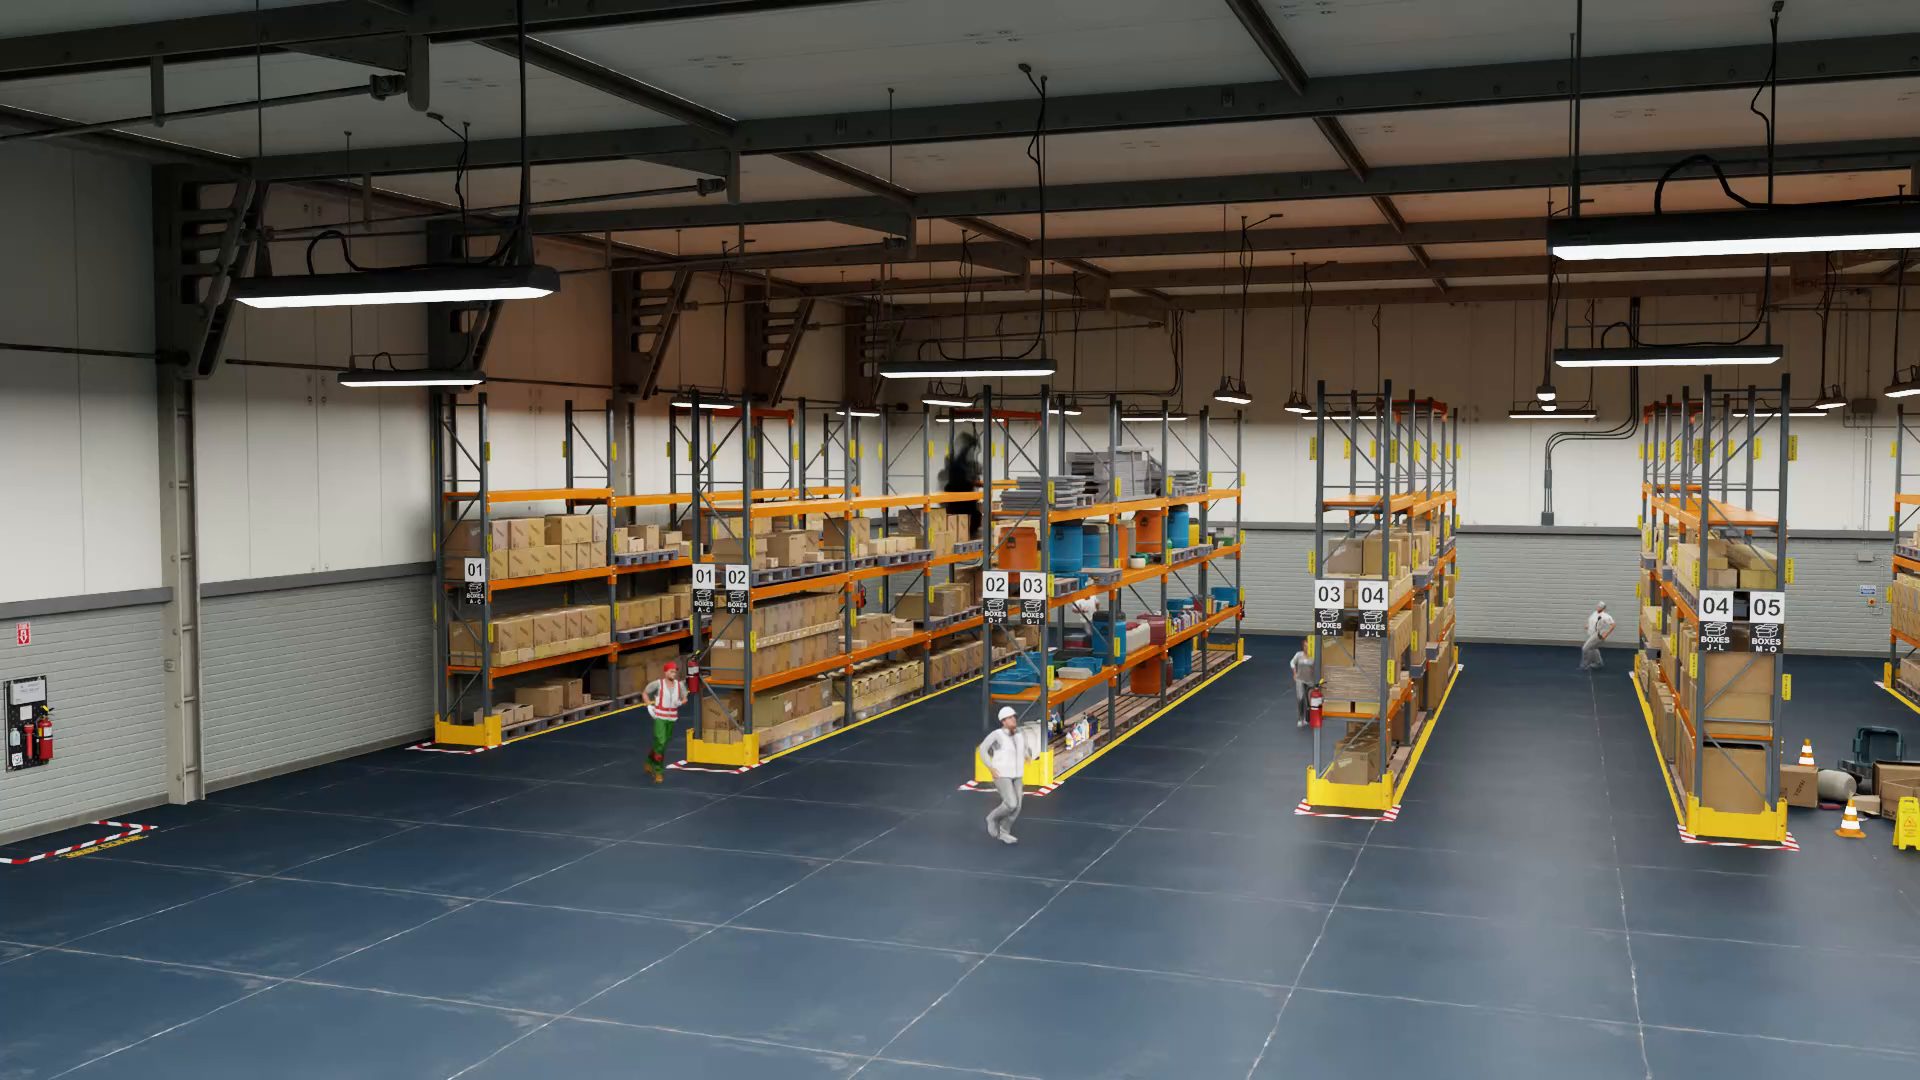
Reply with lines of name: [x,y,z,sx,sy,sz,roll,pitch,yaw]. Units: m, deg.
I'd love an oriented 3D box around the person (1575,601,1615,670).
person: [14.496,2.201,38.069,0.750,1.633,0.758,0,3,3]

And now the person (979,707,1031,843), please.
person: [0.638,3.000,21.193,0.703,1.743,0.542,-2,4,-38]

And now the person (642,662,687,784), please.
person: [-4.532,2.765,25.544,0.696,1.806,0.836,-2,4,-37]

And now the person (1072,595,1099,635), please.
person: [3.112,1.938,40.645,0.757,1.687,0.908,0,3,-4]

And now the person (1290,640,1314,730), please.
person: [6.238,2.610,30.048,0.515,1.628,0.704,0,3,9]
